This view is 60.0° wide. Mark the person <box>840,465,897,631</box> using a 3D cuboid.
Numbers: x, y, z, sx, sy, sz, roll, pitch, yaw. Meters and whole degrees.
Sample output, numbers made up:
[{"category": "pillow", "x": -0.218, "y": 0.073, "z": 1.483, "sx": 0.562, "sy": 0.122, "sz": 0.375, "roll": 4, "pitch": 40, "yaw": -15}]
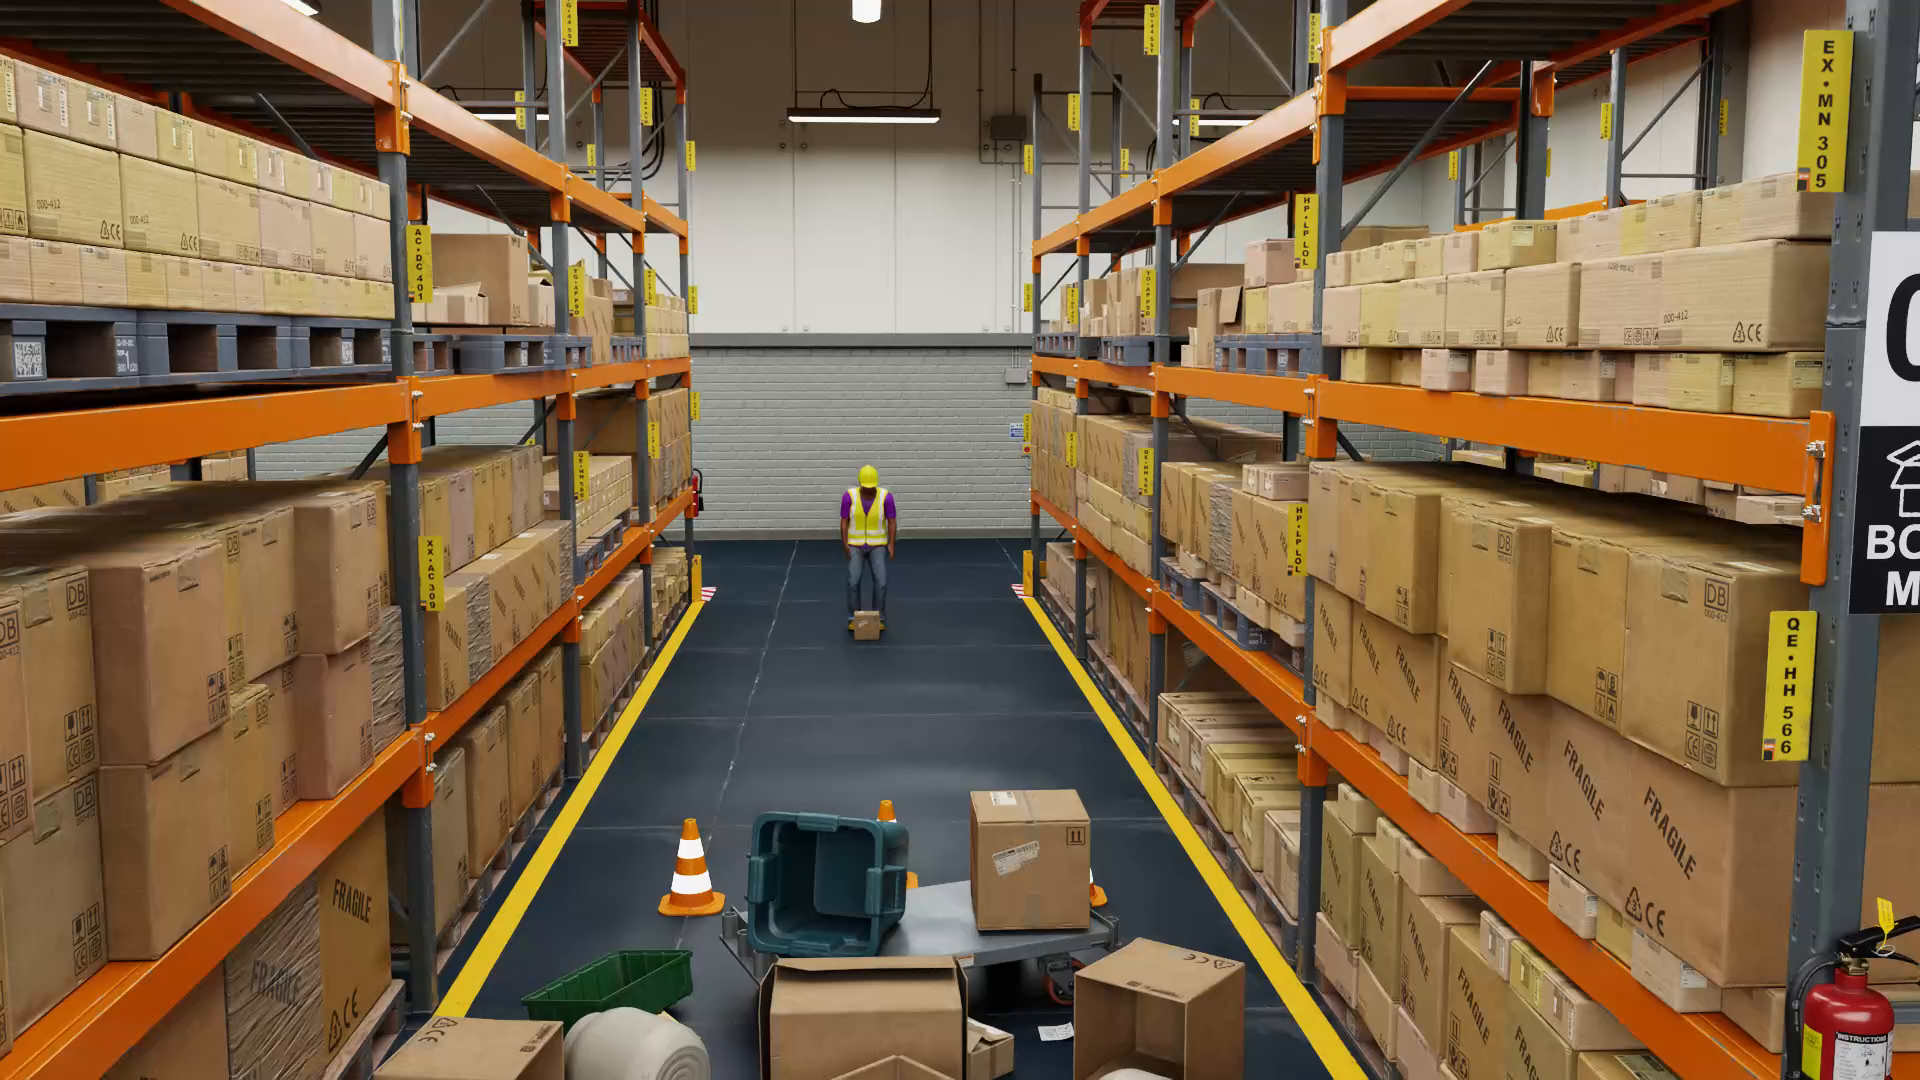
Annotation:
[{"category": "person", "x": -0.946, "y": 0.077, "z": 17.214, "sx": 0.591, "sy": 1.717, "sz": 0.453, "roll": 0, "pitch": 7, "yaw": -2}]
